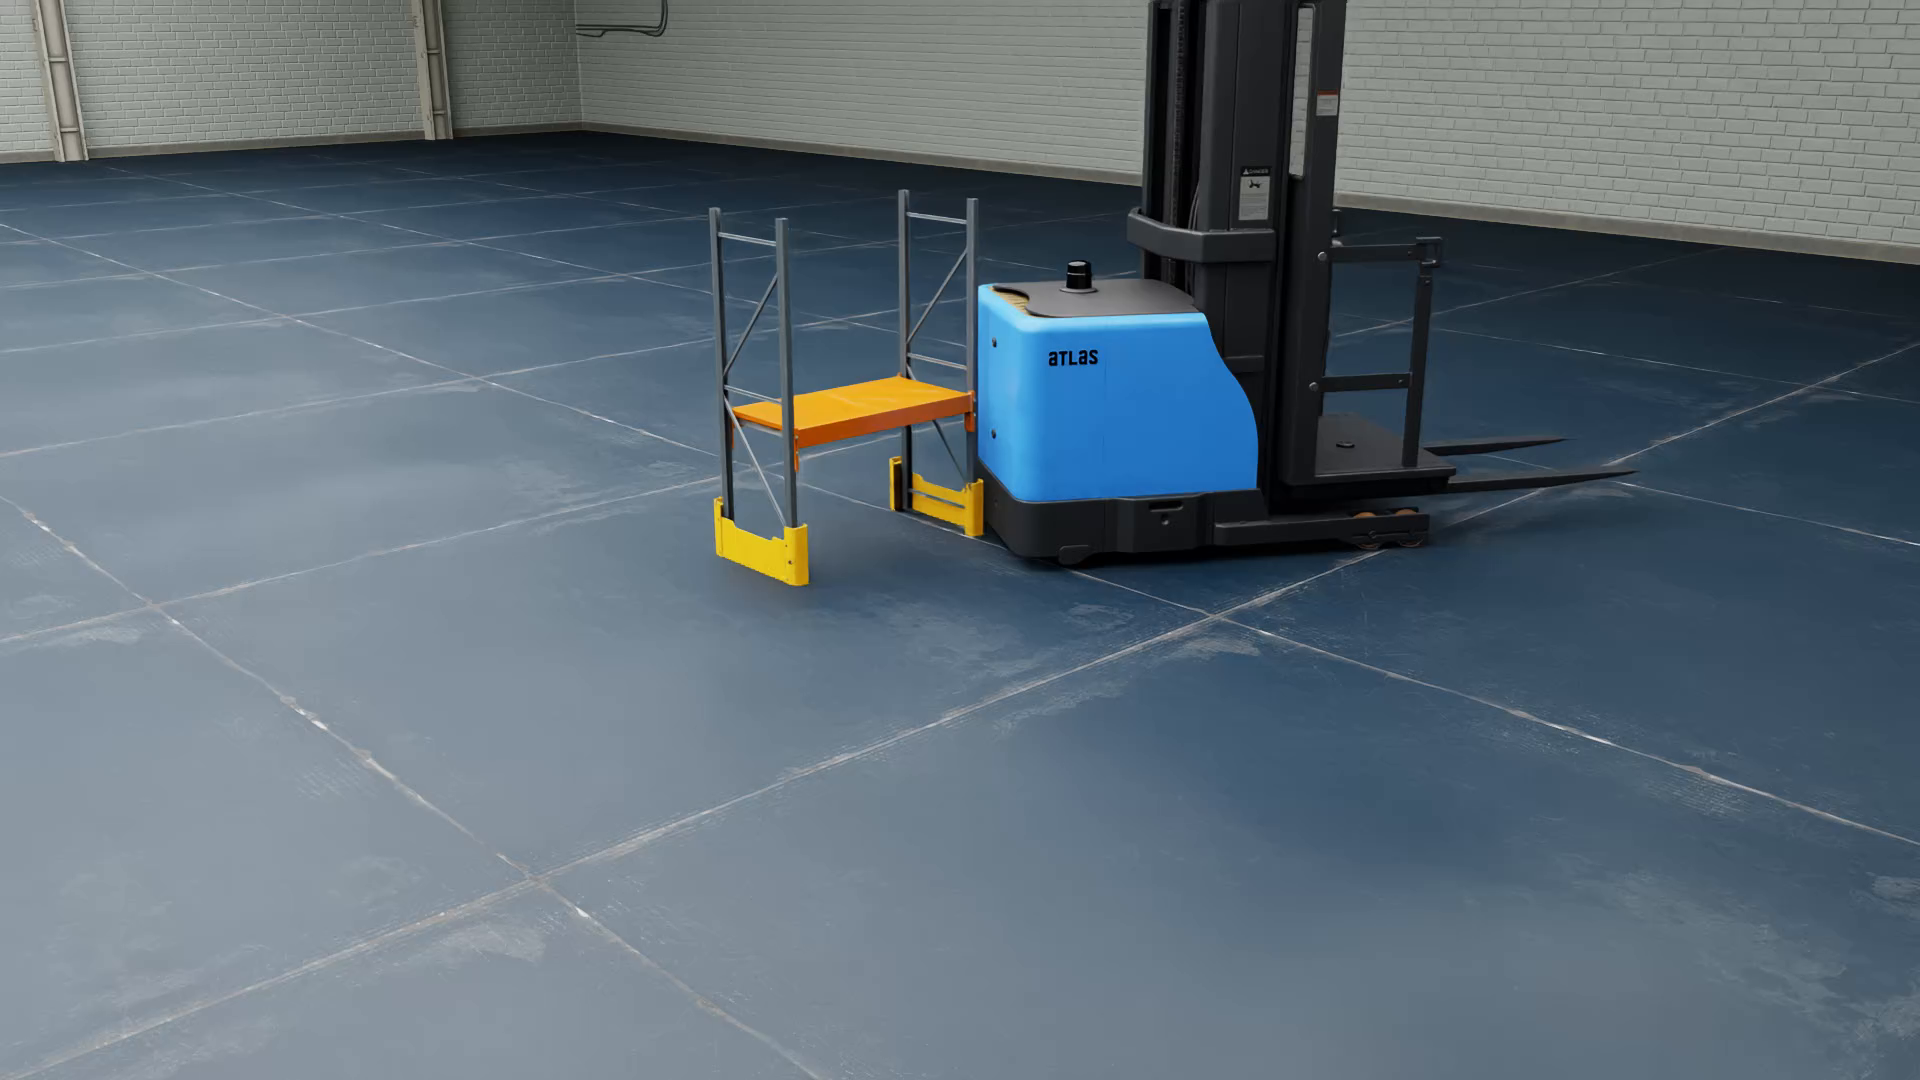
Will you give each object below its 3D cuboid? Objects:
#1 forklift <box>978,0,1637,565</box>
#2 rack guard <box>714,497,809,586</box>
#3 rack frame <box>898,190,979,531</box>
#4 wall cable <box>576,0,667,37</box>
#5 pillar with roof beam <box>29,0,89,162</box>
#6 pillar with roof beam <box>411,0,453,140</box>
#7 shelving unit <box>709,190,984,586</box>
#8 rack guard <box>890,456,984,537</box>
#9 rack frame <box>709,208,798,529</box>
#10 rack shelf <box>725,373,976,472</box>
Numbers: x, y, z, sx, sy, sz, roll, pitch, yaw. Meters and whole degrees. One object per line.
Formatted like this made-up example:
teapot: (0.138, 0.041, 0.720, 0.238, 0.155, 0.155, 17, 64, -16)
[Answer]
forklift: (1.608, -1.504, 7.370, 3.031, 2.935, 1.130, -4, 18, -12)
rack guard: (-0.849, 0.001, 7.076, 0.087, 0.250, 0.587, -16, 24, -40)
rack frame: (-0.098, -0.804, 7.534, 0.032, 1.500, 0.500, -16, 24, -40)
wall cable: (-6.115, -10.187, 29.349, 0.112, 2.526, 3.097, -16, 24, -41)
pillar with roof beam: (-10.566, -9.100, 20.962, 0.400, 9.000, 9.100, -16, 24, -41)
pillar with roof beam: (-6.207, -10.372, 24.883, 0.400, 9.000, 9.100, -16, 24, -41)
shelving unit: (-0.481, -0.697, 7.203, 1.083, 1.500, 0.587, -16, 24, -40)
rack guard: (-0.113, -0.206, 7.714, 0.087, 0.250, 0.587, -16, 24, -40)
rack frame: (-0.850, -0.593, 6.883, 0.032, 1.500, 0.500, -16, 24, -40)
rack shelf: (-0.474, -0.528, 7.264, 1.000, 0.185, 0.538, -16, 24, -40)
